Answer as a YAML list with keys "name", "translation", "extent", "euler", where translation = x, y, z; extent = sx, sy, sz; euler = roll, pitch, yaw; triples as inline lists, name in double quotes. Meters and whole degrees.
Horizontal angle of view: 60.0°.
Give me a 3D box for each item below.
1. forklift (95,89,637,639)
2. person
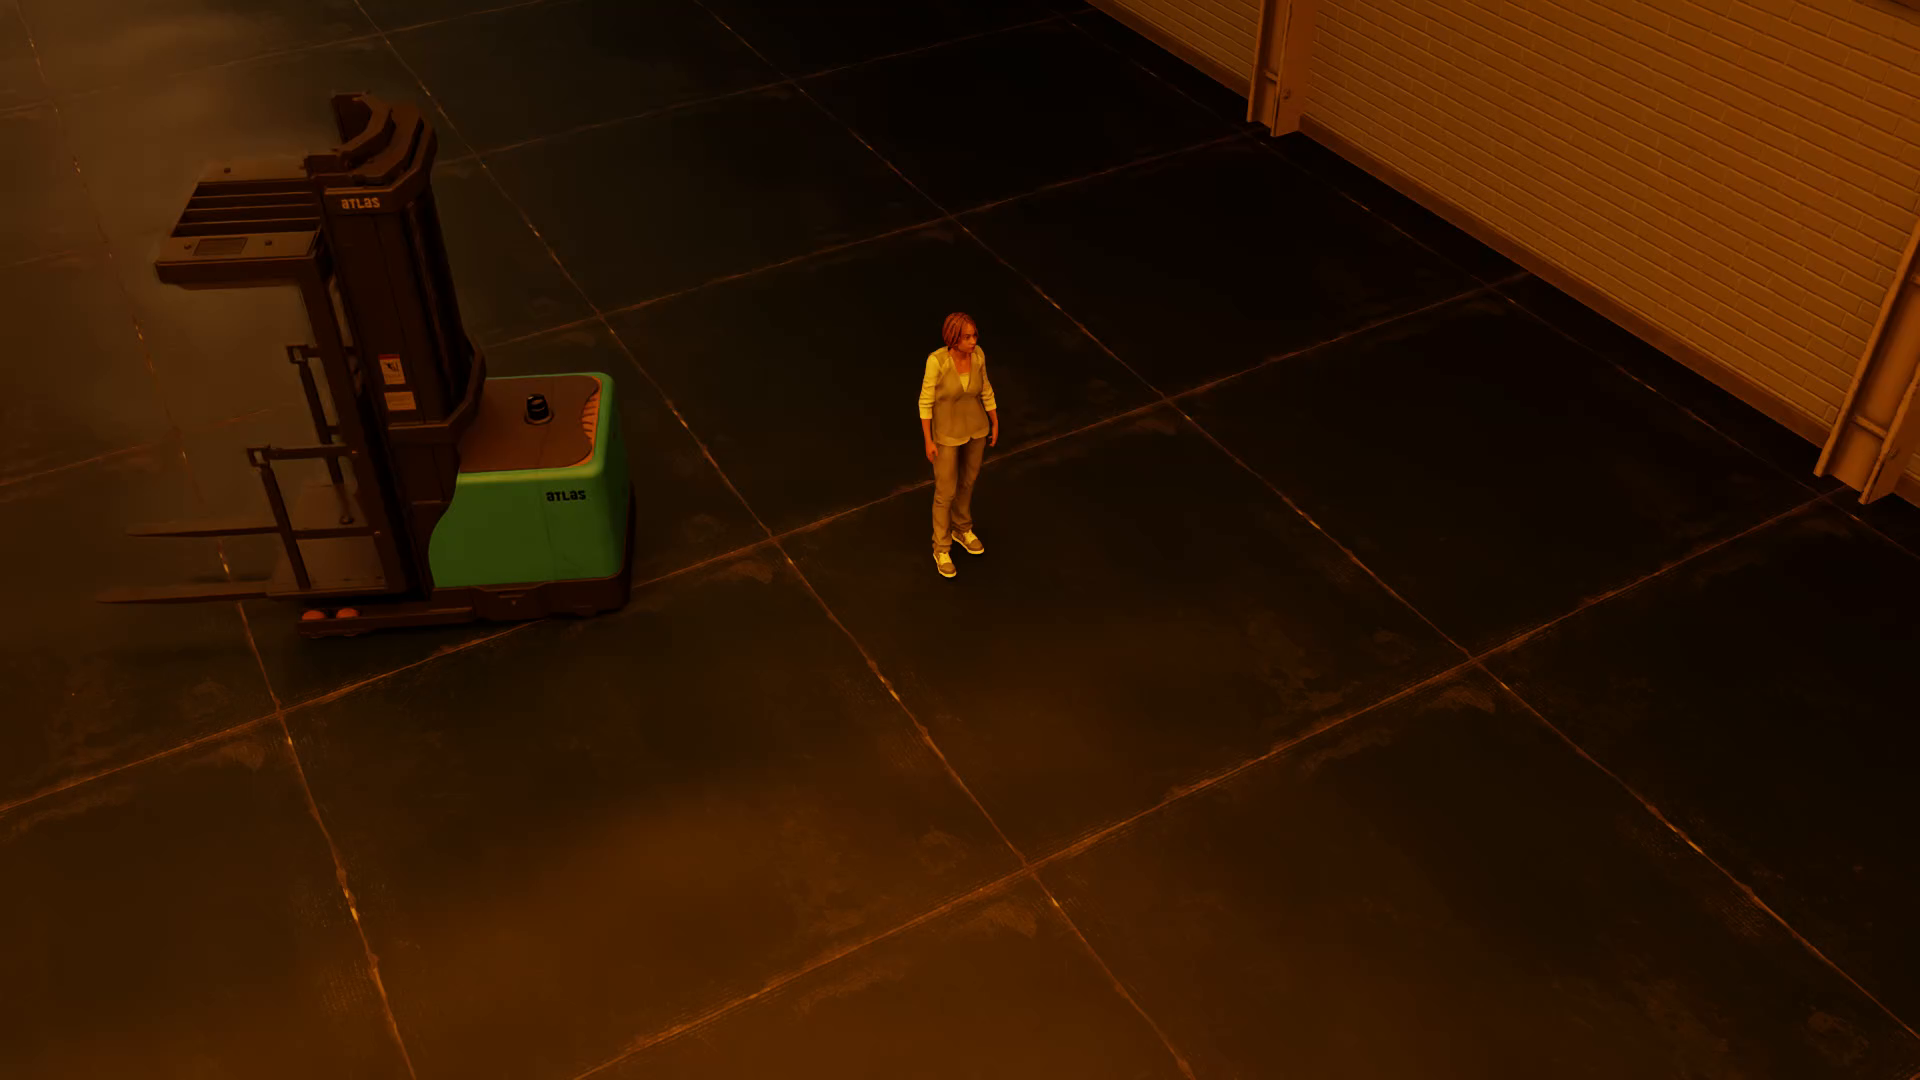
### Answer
- name: "forklift"
  translation: [-3.502, -0.912, 9.135]
  extent: [3.031, 2.935, 1.130]
  euler: [-4, 40, -4]
- name: "person"
  translation: [0.024, -0.575, 9.763]
  extent: [0.520, 1.597, 0.475]
  euler: [-20, 44, -23]
